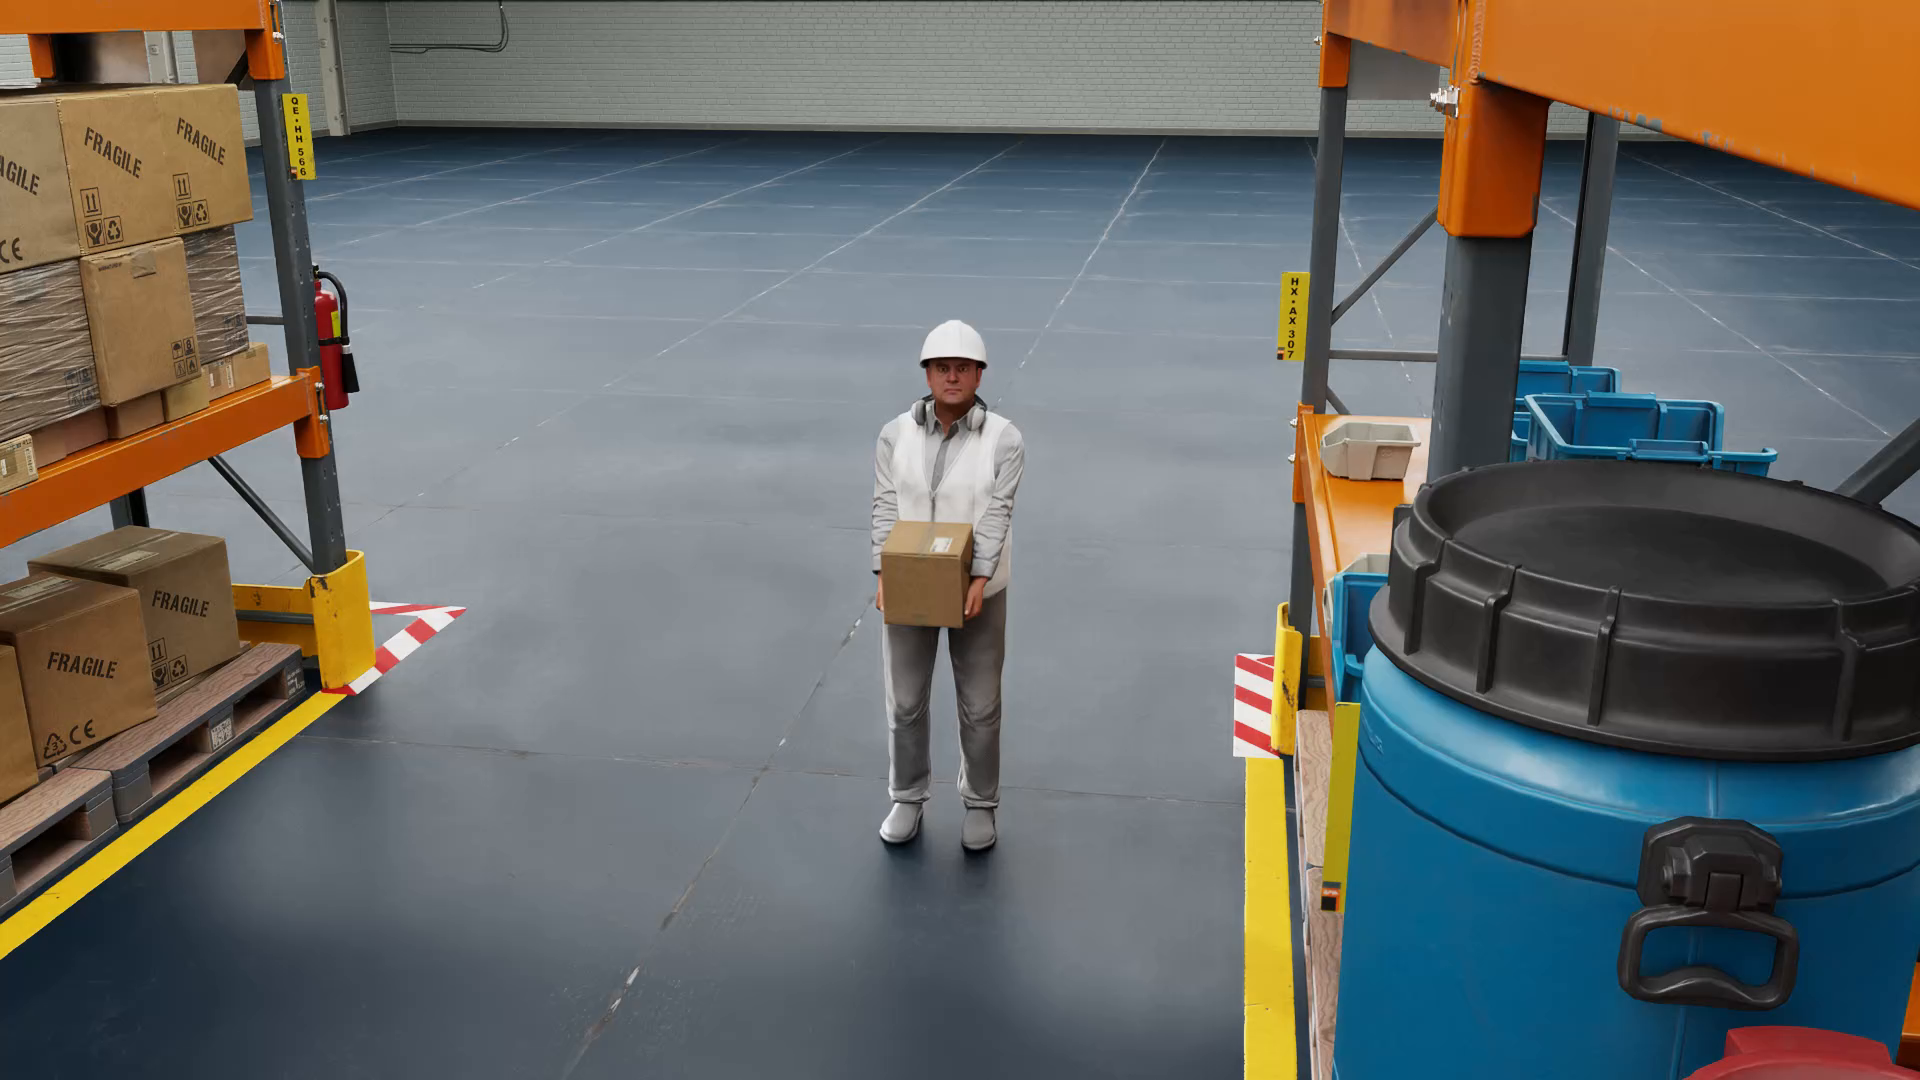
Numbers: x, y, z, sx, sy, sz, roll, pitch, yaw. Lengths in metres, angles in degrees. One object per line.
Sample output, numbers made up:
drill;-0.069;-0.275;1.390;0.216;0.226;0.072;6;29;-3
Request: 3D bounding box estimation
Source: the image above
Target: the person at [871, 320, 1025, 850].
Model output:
person;-0.051;0.184;5.452;0.494;1.762;0.557;3;18;9
